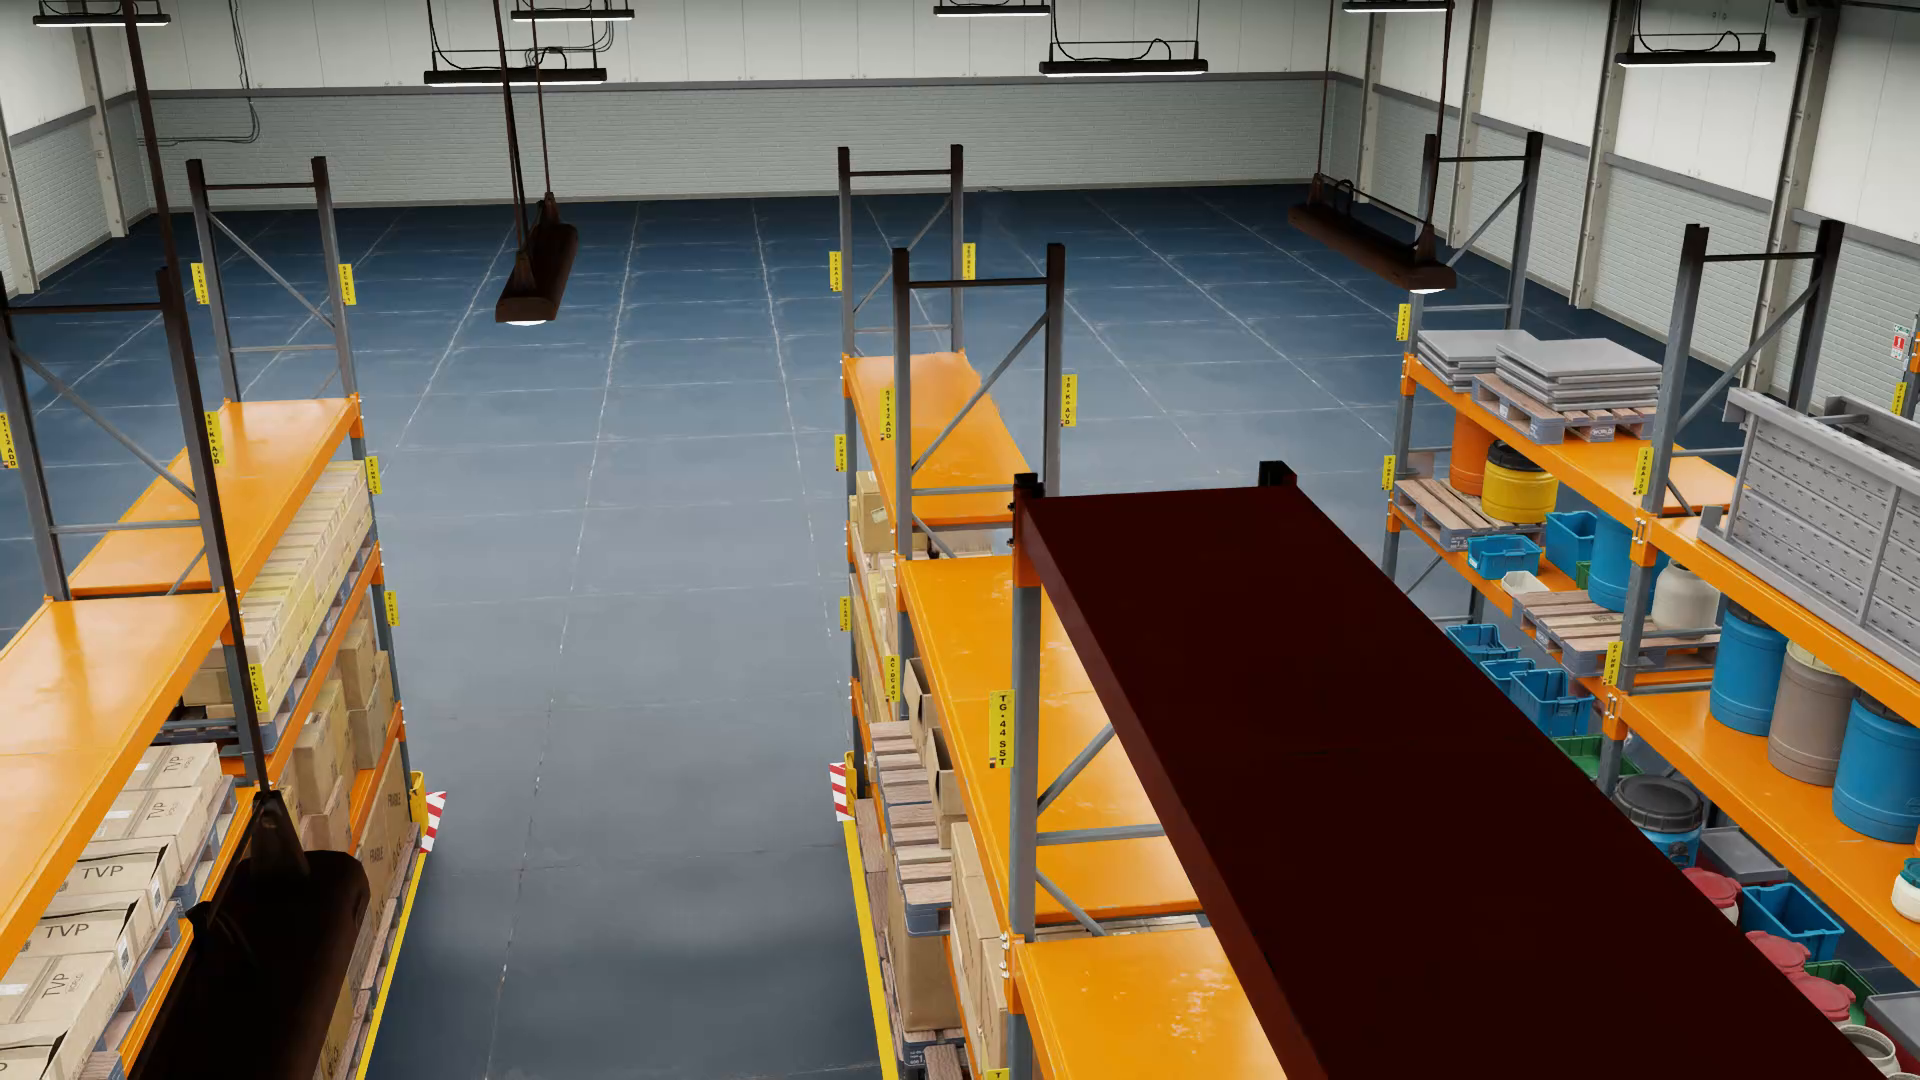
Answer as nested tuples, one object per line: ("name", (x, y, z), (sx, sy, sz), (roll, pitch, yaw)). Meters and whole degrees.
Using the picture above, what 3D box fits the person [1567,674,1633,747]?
("person", (6.100, 1.316, 16.090), (0.633, 1.641, 0.804), (-11, 24, -26))
